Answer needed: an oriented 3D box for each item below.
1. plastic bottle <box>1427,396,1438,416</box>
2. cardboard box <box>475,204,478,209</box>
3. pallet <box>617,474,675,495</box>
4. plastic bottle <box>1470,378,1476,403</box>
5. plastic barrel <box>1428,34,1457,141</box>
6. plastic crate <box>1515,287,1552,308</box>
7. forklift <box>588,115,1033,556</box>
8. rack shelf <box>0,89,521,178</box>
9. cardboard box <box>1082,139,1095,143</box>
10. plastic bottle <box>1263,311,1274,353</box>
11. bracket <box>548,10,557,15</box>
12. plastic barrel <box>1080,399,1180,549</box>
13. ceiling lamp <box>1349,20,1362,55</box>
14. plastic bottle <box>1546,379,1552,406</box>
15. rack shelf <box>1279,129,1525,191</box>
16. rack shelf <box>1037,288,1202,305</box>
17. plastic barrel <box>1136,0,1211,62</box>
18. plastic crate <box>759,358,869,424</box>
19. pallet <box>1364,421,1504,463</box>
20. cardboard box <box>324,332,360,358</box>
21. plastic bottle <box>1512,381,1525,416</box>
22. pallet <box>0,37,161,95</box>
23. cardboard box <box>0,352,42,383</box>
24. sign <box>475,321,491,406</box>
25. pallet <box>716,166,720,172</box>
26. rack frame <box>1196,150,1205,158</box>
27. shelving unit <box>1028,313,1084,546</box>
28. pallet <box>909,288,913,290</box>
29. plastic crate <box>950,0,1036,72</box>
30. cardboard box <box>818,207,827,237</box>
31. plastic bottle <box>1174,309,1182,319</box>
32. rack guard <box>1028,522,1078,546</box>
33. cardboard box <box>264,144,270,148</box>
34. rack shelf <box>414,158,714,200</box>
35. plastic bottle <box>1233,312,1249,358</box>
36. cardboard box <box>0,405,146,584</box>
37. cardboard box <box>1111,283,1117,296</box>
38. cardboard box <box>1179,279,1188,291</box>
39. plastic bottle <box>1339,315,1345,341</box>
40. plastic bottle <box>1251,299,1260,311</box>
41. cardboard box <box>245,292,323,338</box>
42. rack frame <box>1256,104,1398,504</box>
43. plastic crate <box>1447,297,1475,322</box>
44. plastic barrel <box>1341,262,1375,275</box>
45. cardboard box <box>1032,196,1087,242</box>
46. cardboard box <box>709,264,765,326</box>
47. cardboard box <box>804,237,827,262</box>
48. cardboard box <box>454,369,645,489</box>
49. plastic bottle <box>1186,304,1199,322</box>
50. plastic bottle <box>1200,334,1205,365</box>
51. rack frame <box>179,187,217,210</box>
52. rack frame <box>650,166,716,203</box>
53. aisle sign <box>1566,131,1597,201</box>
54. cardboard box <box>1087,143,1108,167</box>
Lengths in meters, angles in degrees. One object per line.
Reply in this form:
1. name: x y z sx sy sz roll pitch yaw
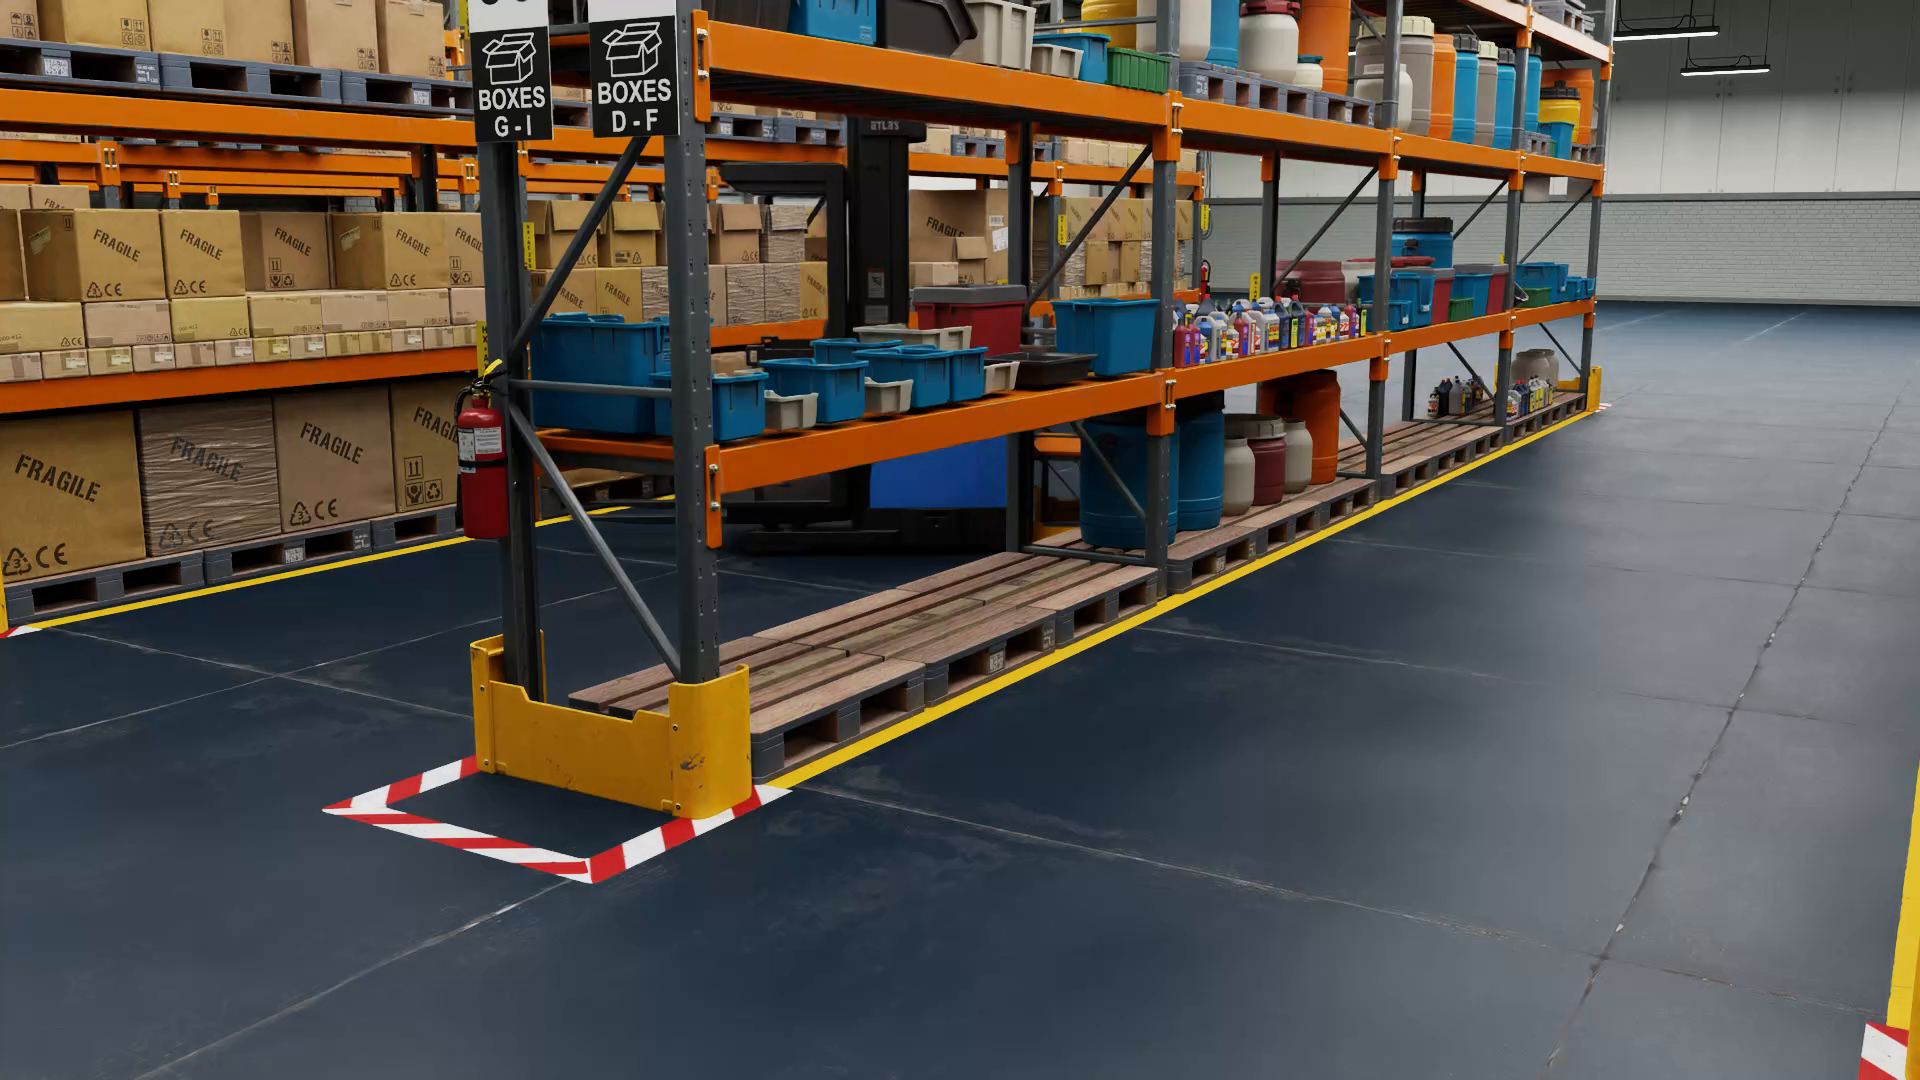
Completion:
1. plastic bottle: 4.809 -1.365 16.917 0.097 0.201 0.097 0 11 0
2. cardboard box: -7.118 -4.671 24.370 0.700 0.500 0.500 6 12 31
3. pallet: -2.531 -0.603 14.016 1.003 0.211 1.213 6 12 31
4. plastic bottle: 5.578 -1.632 18.155 0.097 0.271 0.097 0 11 0
5. plastic barrel: 3.762 -3.705 13.689 0.600 0.830 0.708 6 12 31
6. plastic crate: 5.833 -2.520 17.252 0.450 0.188 0.662 6 12 31
7. forklift: -1.048 -1.436 11.076 3.031 2.935 1.130 0 11 -1
8. rack shelf: -4.538 -2.459 10.154 1.077 0.370 4.000 6 12 31
9. cardboard box: 1.326 -4.618 19.057 0.380 0.149 0.250 6 12 31
10. plastic bottle: 1.984 -1.350 10.778 0.097 0.271 0.097 0 11 0
11. bracket: -9.250 -10.094 31.049 0.076 0.066 4.783 6 12 31
12. plastic barrel: 1.031 -0.438 10.119 0.600 0.901 0.708 6 12 31
13. ceiling lamp: 8.099 -12.272 36.605 2.000 3.185 0.800 6 12 31
14. plastic bottle: 6.340 -1.597 17.932 0.061 0.283 0.133 7 13 32
15. rack shelf: 3.849 -3.244 14.347 1.077 0.370 4.000 6 12 31
16. rack shelf: 1.692 -2.872 20.510 1.077 0.370 4.000 6 12 31
17. plastic barrel: 1.221 -2.986 9.503 0.433 0.535 0.433 0 11 0
18. plastic crate: -0.592 -0.608 6.758 0.416 0.233 0.300 6 12 31
19. pallet: 4.512 -0.940 15.814 1.003 0.211 1.213 6 12 31
20. cardboard box: -4.045 -1.248 10.564 0.380 0.149 0.250 6 12 30
21. plastic bottle: 5.661 -1.439 16.906 0.144 0.351 0.185 7 13 32
22. pallet: -5.200 -2.572 9.044 1.003 0.211 1.213 6 12 31
23. cardboard box: -5.110 -0.924 8.836 0.380 0.149 0.250 7 12 31
24. sign: -1.822 -0.680 6.408 0.100 0.325 0.005 6 12 31
25. pallet: -3.099 -4.959 21.794 1.003 0.211 1.213 6 12 31
26. rack frame: 2.731 -6.488 21.572 1.000 3.000 0.127 6 12 31
27. shelving unit: 0.762 -0.766 11.382 0.587 1.500 1.083 1 11 8
28. pallet: -0.430 -2.502 17.105 1.003 0.211 1.213 6 12 31
29. plastic crate: 0.071 -2.285 7.595 0.437 0.282 0.530 6 12 31
30. cardboard box: -2.295 -4.409 23.425 0.875 0.550 0.550 6 12 31
31. plastic bottle: 1.420 -1.394 11.014 0.097 0.271 0.097 0 11 0
32. rack guard: 0.691 -0.060 11.014 0.587 0.250 0.087 1 11 8
33. cardboard box: -6.642 -4.072 16.544 0.500 0.500 0.500 6 12 31
34. rack shelf: -4.571 -4.207 19.490 1.077 0.370 4.000 6 12 31
35. plastic bottle: 1.750 -1.278 10.363 0.061 0.283 0.133 6 12 31
36. cardboard box: -5.312 -0.294 9.419 0.875 0.875 0.875 6 12 31
37. cardboard box: 1.650 -2.991 19.877 0.380 0.149 0.250 6 12 31
38. cardboard box: 2.759 -3.352 21.803 0.380 0.149 0.250 6 12 31
39. plastic bottle: 2.719 -1.538 11.974 0.097 0.201 0.097 0 11 0
40. plastic bottle: 2.226 -1.692 12.606 0.097 0.271 0.097 0 11 0
41. cardboard box: -4.302 -1.389 10.236 0.500 0.250 0.500 6 12 30
42. rack frame: 2.810 -1.808 12.876 1.000 3.000 0.127 6 12 31
43. plastic crate: 4.224 -2.032 14.649 0.450 0.188 0.662 6 12 31
44. plastic barrel: 3.380 -2.112 14.193 0.421 0.512 0.421 0 11 0
45. cardboard box: 1.105 -3.644 18.884 0.500 0.500 0.500 6 12 31
46. cardboard box: -1.998 -2.070 14.000 0.500 0.500 0.500 6 12 29
47. cardboard box: -1.177 -2.626 15.830 0.500 0.500 0.500 5 12 24
48. cardboard box: -3.184 -0.917 12.748 1.225 0.875 0.875 6 12 31
49. plastic bottle: 1.589 -1.492 11.524 0.152 0.276 0.135 6 12 31
50. plastic bottle: 1.402 -1.139 9.843 0.097 0.201 0.097 0 11 0
51. rack frame: -12.060 -4.331 26.351 1.000 3.000 0.127 6 12 31
52. rack frame: -3.533 -3.400 21.380 1.000 3.000 0.127 6 12 31
53. aisle sign: 7.255 -4.327 19.266 0.394 0.787 0.004 6 12 31
54. cardboard box: 1.377 -4.441 19.196 0.500 0.250 0.500 6 12 30
